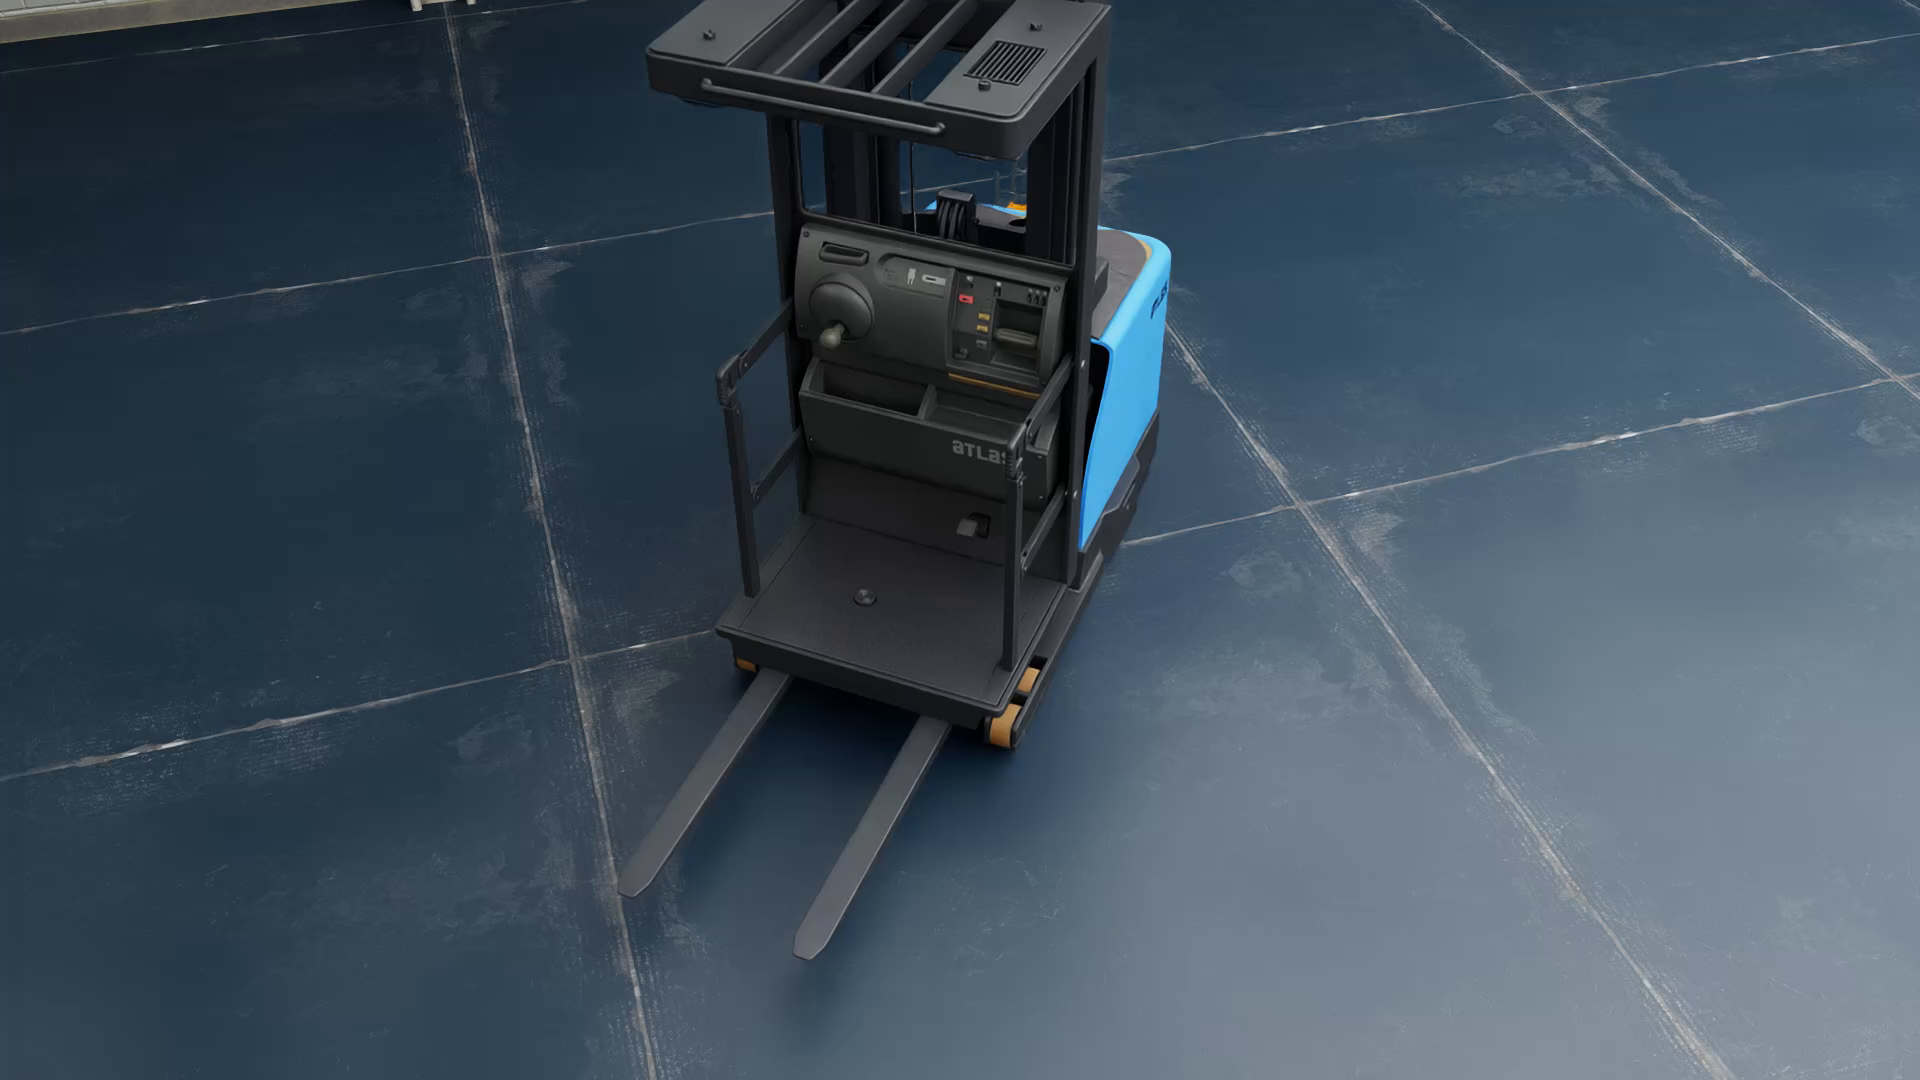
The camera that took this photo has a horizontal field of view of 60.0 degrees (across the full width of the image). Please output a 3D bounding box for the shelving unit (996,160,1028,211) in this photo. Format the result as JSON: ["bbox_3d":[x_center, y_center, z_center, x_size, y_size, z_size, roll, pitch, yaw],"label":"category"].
[{"bbox_3d":[0.292,-1.050,7.039,0.258,1.200,0.189,15,43,16],"label":"shelving unit"}]

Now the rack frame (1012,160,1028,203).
[{"bbox_3d":[0.326,-1.105,7.103,0.240,1.200,0.006,15,43,16],"label":"rack frame"}]

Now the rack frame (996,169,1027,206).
[{"bbox_3d":[0.257,-0.994,6.976,0.240,1.200,0.006,15,43,16],"label":"rack frame"}]

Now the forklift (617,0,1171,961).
[{"bbox_3d":[-0.188,-0.683,5.304,1.130,2.935,3.031,15,43,16],"label":"forklift"}]

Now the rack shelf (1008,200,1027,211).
[{"bbox_3d":[0.292,-1.287,6.832,0.258,0.103,0.180,15,43,16],"label":"rack shelf"}]
